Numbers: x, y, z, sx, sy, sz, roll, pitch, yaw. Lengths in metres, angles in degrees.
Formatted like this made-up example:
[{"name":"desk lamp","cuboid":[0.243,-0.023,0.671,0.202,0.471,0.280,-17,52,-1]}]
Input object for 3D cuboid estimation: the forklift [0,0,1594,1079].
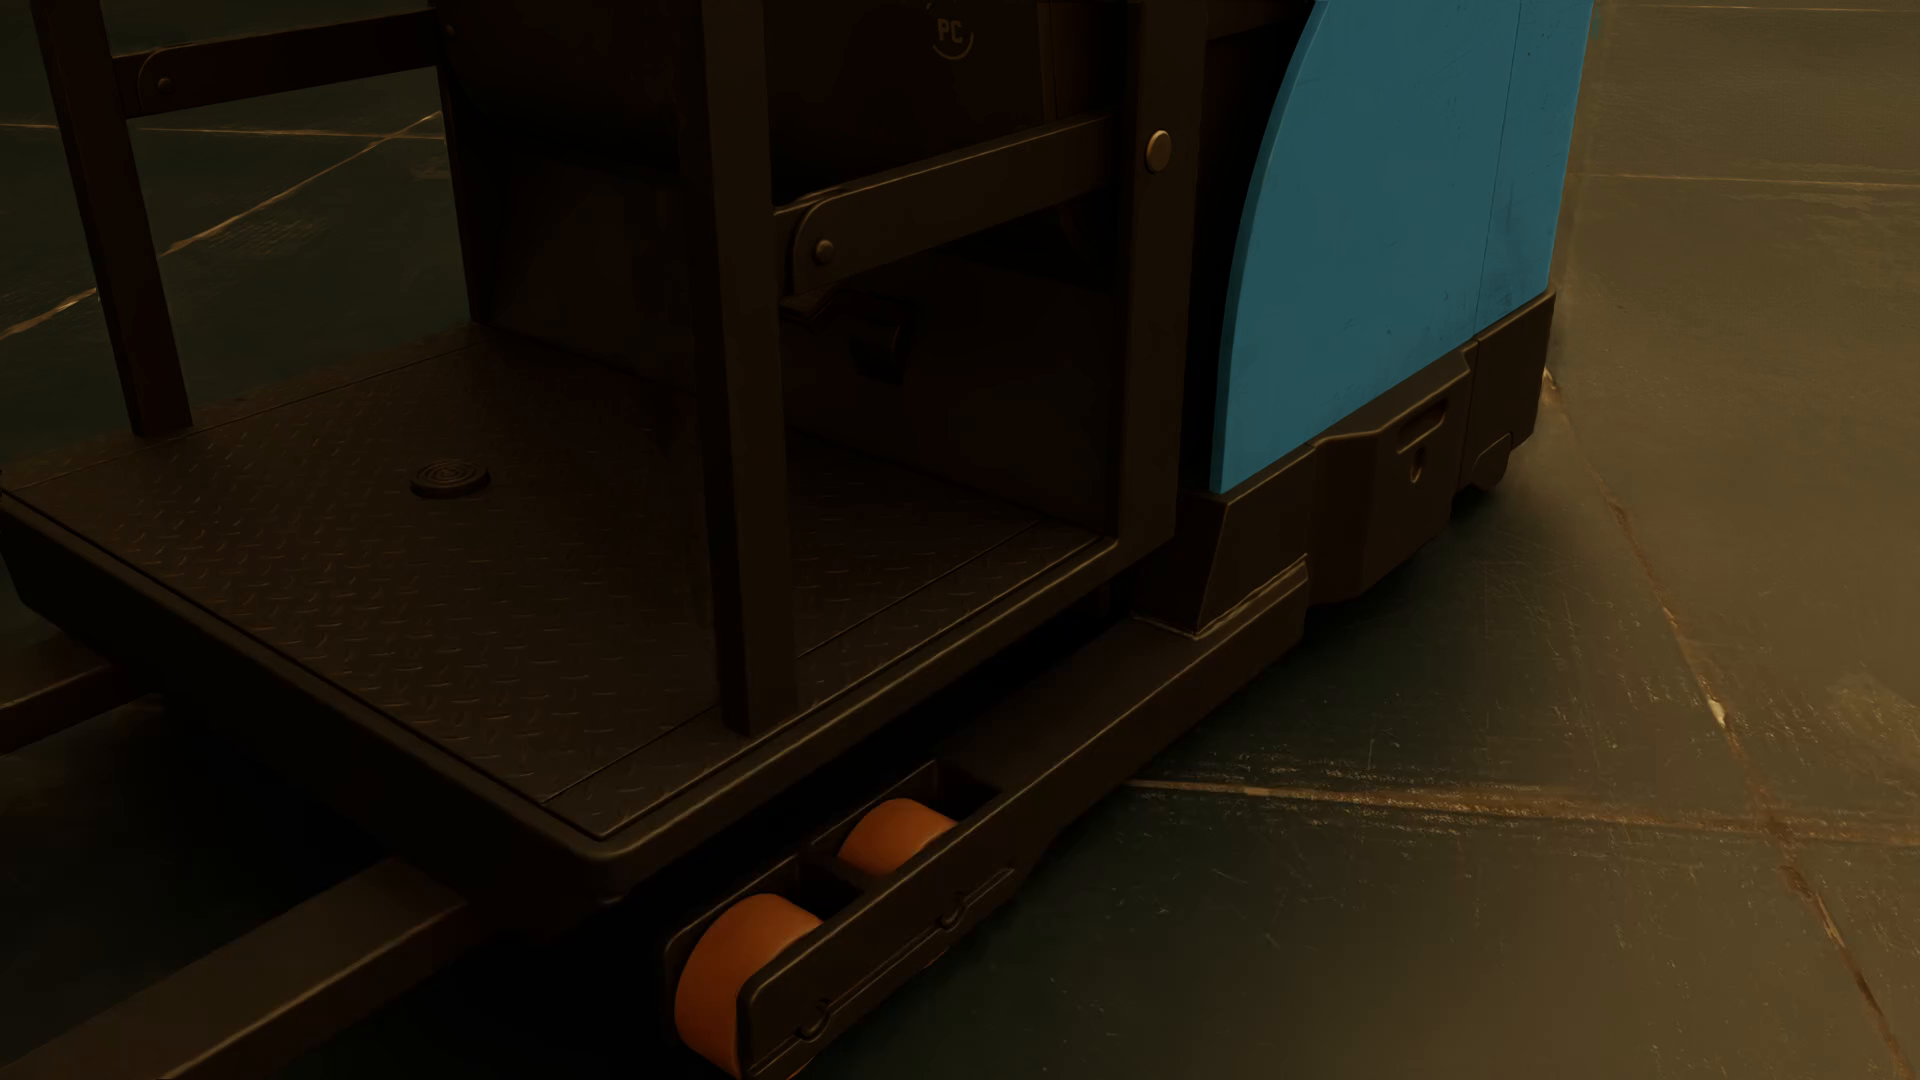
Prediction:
[{"name":"forklift","cuboid":[-0.384,-1.070,1.362,1.130,2.935,3.031,20,33,34]}]
